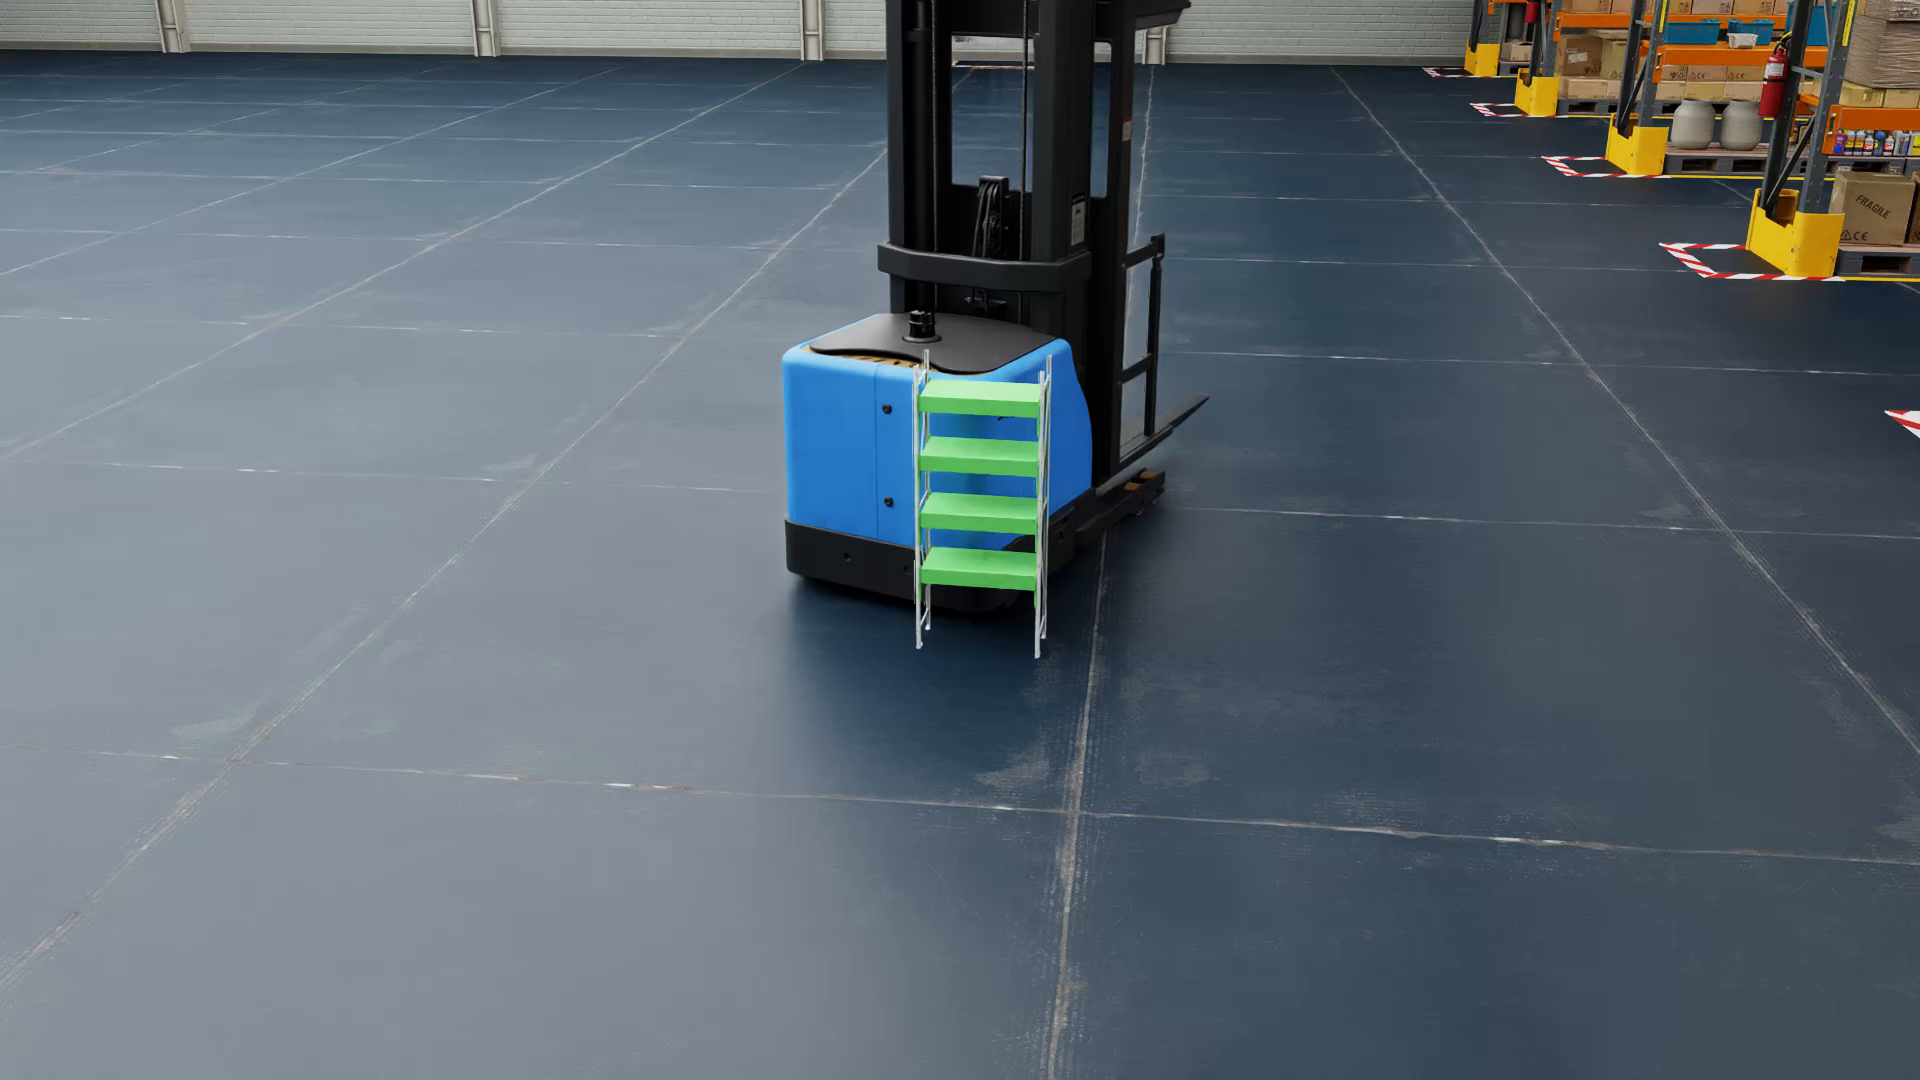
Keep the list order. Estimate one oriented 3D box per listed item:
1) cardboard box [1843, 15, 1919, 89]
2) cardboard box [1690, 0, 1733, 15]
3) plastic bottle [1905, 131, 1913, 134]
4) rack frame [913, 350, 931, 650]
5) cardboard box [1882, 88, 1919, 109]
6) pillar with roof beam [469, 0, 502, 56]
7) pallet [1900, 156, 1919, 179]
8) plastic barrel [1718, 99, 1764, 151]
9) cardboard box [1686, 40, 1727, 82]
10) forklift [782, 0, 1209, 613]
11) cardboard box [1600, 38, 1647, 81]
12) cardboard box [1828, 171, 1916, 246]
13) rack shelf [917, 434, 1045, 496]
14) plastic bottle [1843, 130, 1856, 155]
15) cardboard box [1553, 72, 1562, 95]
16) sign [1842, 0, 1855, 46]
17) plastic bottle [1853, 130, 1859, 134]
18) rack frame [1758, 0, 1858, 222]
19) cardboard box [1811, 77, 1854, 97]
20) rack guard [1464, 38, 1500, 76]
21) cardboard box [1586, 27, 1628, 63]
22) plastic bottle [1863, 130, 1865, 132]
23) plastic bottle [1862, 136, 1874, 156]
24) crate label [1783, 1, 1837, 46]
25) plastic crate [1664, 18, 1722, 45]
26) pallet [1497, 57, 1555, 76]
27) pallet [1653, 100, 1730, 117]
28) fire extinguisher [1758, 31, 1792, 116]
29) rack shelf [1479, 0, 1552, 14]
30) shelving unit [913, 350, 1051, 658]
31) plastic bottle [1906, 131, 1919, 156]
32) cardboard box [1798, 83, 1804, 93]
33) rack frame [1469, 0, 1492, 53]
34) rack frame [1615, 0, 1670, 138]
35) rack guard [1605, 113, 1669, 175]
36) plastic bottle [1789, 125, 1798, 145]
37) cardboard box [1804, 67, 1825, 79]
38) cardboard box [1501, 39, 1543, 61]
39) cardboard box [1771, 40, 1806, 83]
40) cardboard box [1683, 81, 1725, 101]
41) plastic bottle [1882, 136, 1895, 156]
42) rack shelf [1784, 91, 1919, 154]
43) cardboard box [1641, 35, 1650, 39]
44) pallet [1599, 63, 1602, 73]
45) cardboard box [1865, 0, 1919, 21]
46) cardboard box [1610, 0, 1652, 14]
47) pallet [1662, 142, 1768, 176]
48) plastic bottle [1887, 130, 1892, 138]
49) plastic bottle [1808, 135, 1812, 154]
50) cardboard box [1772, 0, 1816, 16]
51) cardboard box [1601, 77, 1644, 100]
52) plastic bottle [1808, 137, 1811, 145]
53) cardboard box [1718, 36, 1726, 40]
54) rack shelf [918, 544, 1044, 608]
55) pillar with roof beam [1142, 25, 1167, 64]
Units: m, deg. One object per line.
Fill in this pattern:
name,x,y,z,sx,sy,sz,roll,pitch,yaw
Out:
cardboard box,7.314,-3.850,13.059,0.500,0.500,0.875,2,22,6
cardboard box,9.941,-7.272,22.117,0.500,0.500,0.700,3,22,8
plastic bottle,10.128,-4.260,17.730,0.133,0.283,0.061,2,22,6
rack frame,-0.151,-0.152,6.692,0.015,1.200,0.240,4,22,9
cardboard box,7.272,-3.465,12.967,0.250,0.149,0.380,2,22,6
pillar with roof beam,-9.065,-11.407,24.554,0.400,9.000,9.100,2,22,6
pallet,10.664,-4.082,17.978,1.213,0.211,1.003,2,22,6
plastic barrel,8.514,-4.524,18.115,0.421,0.512,0.421,0,22,0
cardboard box,9.936,-6.411,22.225,0.500,0.500,0.500,2,22,6
forklift,0.383,-1.555,7.887,1.130,2.935,3.031,12,24,27
cardboard box,8.944,-6.456,22.339,0.500,0.500,0.500,2,22,6
cardboard box,7.389,-2.699,13.516,0.500,0.500,0.500,7,23,16
rack shelf,0.089,-0.301,6.589,0.480,0.148,0.258,4,22,9
plastic bottle,9.458,-4.237,17.689,0.097,0.271,0.097,0,22,0
cardboard box,8.508,-6.317,23.008,0.500,0.250,0.500,2,22,6
sign,6.708,-3.904,12.557,0.005,0.325,0.100,2,22,6
plastic bottle,9.809,-4.413,18.230,0.097,0.201,0.097,0,22,0
rack frame,6.771,-3.699,13.217,0.127,3.000,1.000,2,22,6
cardboard box,7.079,-3.646,13.423,0.250,0.149,0.380,2,22,6
rack guard,8.596,-7.959,27.392,0.348,0.500,1.175,2,22,6
cardboard box,10.485,-8.030,26.972,0.500,0.500,0.700,1,22,3
plastic bottle,9.964,-4.520,18.299,0.185,0.351,0.144,2,22,6
plastic bottle,9.656,-4.195,17.680,0.097,0.201,0.097,0,22,0
crate label,9.214,-5.543,17.833,0.616,0.435,0.502,2,22,6
plastic crate,7.886,-5.526,18.040,0.616,0.251,0.499,2,22,6
pallet,9.398,-7.777,27.323,1.213,0.211,1.003,2,22,6
pallet,9.913,-5.948,22.697,1.213,0.211,1.003,2,22,6
fire extinguisher,6.712,-3.837,13.670,0.183,0.674,0.296,2,22,6
rack shelf,10.506,-8.704,26.854,4.000,0.370,1.077,2,22,6
shelving unit,0.090,-0.137,6.654,0.503,1.200,0.258,4,22,9
plastic bottle,10.142,-4.252,17.621,0.185,0.351,0.144,2,22,6
cardboard box,10.931,-6.025,22.269,0.500,0.250,0.500,2,22,6
rack frame,8.520,-9.125,26.941,0.127,3.000,1.000,2,22,6
rack frame,7.354,-5.508,17.792,0.127,3.000,1.000,2,22,6
rack guard,7.435,-4.359,18.286,0.348,0.500,1.175,2,22,6
plastic bottle,9.230,-4.492,18.429,0.097,0.201,0.097,0,22,0
cardboard box,11.489,-6.543,22.558,0.500,0.500,0.500,2,22,6
cardboard box,9.197,-8.016,27.195,0.500,0.311,0.500,0,22,0
cardboard box,10.932,-6.375,22.133,0.500,0.500,0.500,2,22,6
cardboard box,9.937,-6.063,22.364,0.500,0.250,0.500,2,22,6
plastic bottle,9.860,-4.187,17.657,0.097,0.201,0.097,0,22,0
rack shelf,8.757,-3.278,13.131,4.000,0.370,1.077,2,22,6
cardboard box,9.503,-6.629,22.776,0.500,0.500,0.500,2,22,6
pallet,10.606,-7.723,27.188,1.213,0.211,1.003,2,22,6
cardboard box,7.285,-4.226,12.649,0.500,0.500,0.500,2,22,6
cardboard box,8.925,-7.317,22.231,0.500,0.500,0.700,3,22,8
pallet,8.241,-4.188,18.245,1.213,0.211,1.003,2,22,6
plastic bottle,10.236,-4.458,18.248,0.097,0.271,0.097,0,22,0
plastic bottle,9.118,-4.251,17.726,0.097,0.271,0.097,0,22,0
cardboard box,10.947,-7.227,22.004,0.500,0.500,0.700,2,22,6
cardboard box,8.944,-6.108,22.478,0.500,0.250,0.500,2,22,6
plastic bottle,9.477,-4.505,18.362,0.135,0.276,0.152,3,22,7
cardboard box,10.496,-6.586,22.667,0.500,0.500,0.500,2,22,6
rack shelf,0.090,0.145,6.767,0.480,0.148,0.258,4,22,9
pillar with roof beam,2.852,-10.888,23.241,0.400,9.000,9.100,2,22,6
